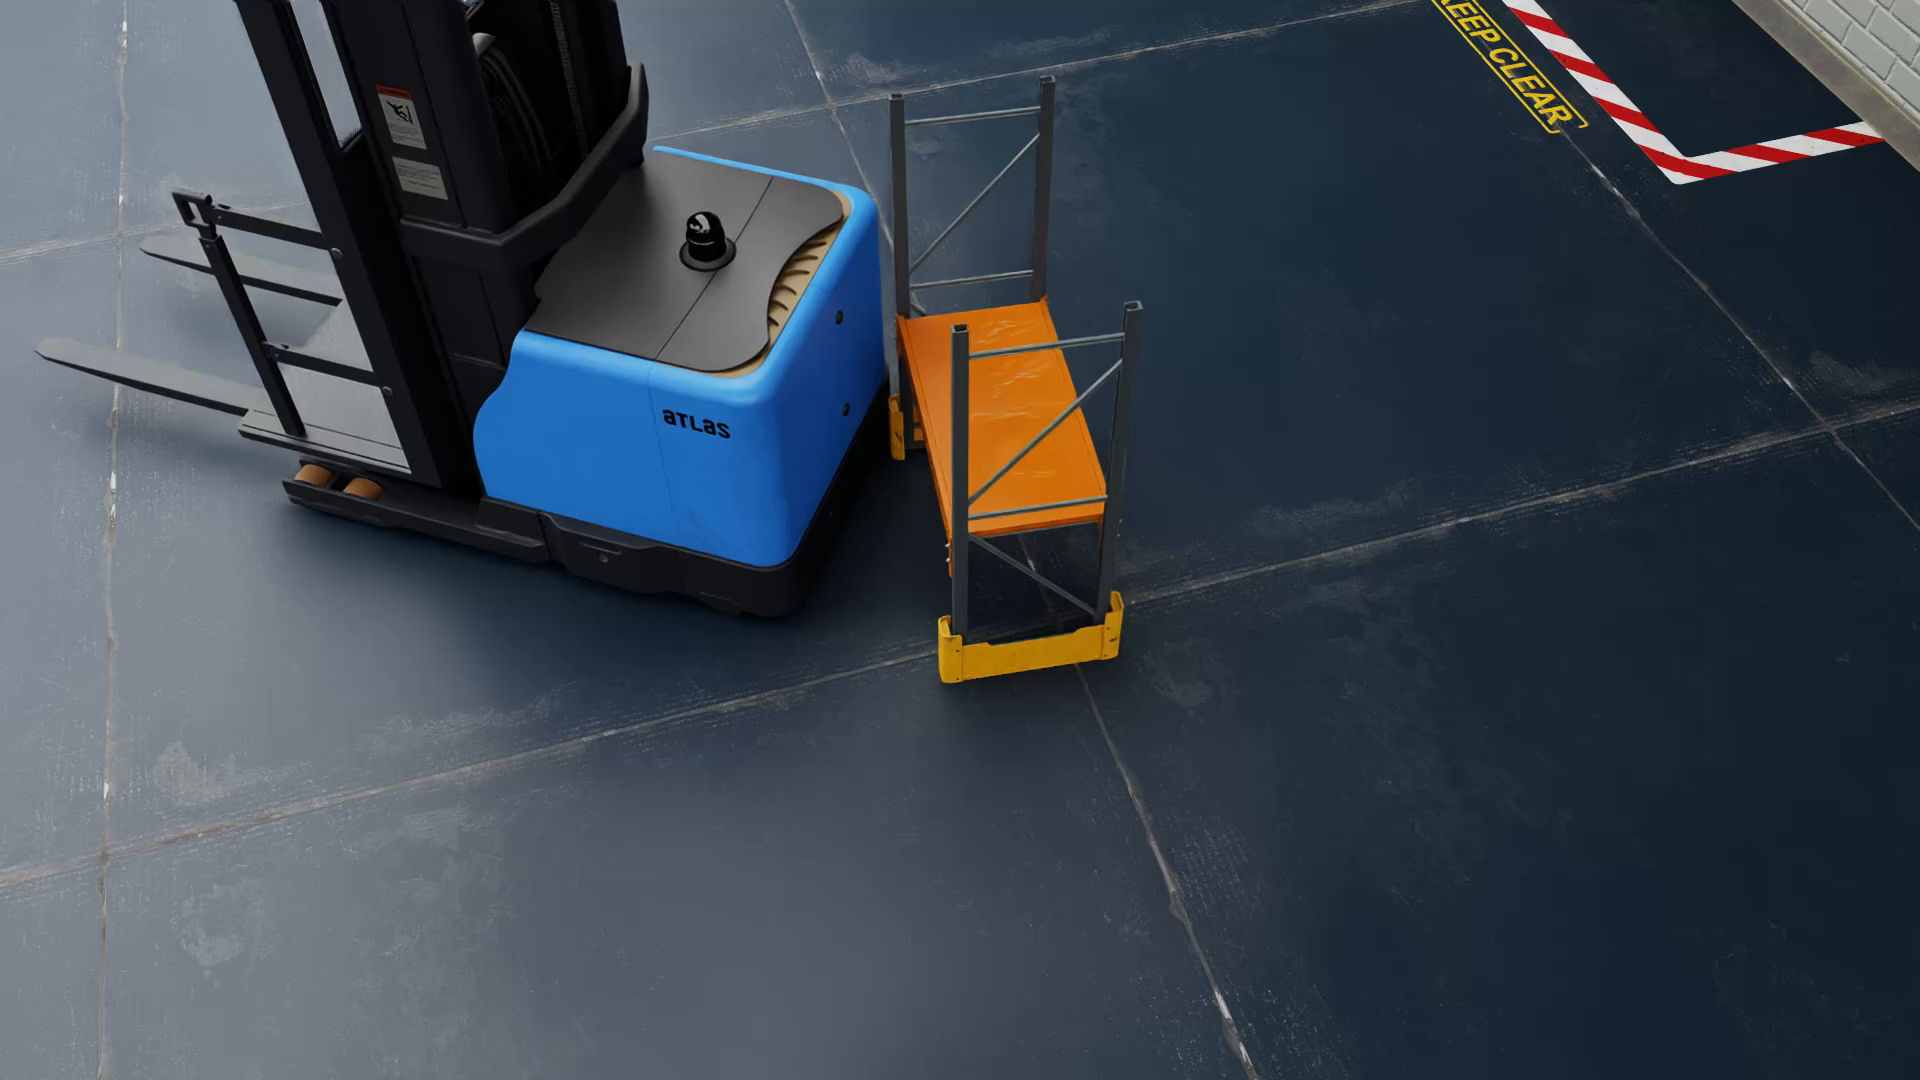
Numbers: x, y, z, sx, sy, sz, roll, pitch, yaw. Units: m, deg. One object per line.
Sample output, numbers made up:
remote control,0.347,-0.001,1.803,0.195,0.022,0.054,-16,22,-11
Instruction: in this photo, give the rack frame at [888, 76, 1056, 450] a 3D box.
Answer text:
rack frame,0.036,-0.854,5.489,0.500,1.500,0.032,-8,50,-7

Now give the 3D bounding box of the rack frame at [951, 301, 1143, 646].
rack frame,0.225,-0.090,4.845,0.500,1.500,0.032,-8,50,-7

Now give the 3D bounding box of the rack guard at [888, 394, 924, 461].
rack guard,0.040,-0.436,5.954,0.587,0.250,0.087,-8,50,-7

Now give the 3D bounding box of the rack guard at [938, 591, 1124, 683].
rack guard,0.224,0.312,5.324,0.587,0.250,0.087,-8,50,-7

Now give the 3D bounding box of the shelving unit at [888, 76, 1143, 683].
shelving unit,0.132,-0.465,5.161,0.587,1.500,1.083,-8,50,-7

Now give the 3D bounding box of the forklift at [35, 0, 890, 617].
forklift,-1.823,-1.370,4.988,3.031,2.935,1.130,14,51,12

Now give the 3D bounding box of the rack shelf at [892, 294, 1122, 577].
rack shelf,0.130,-0.356,5.304,0.538,0.185,1.000,-8,50,-7
